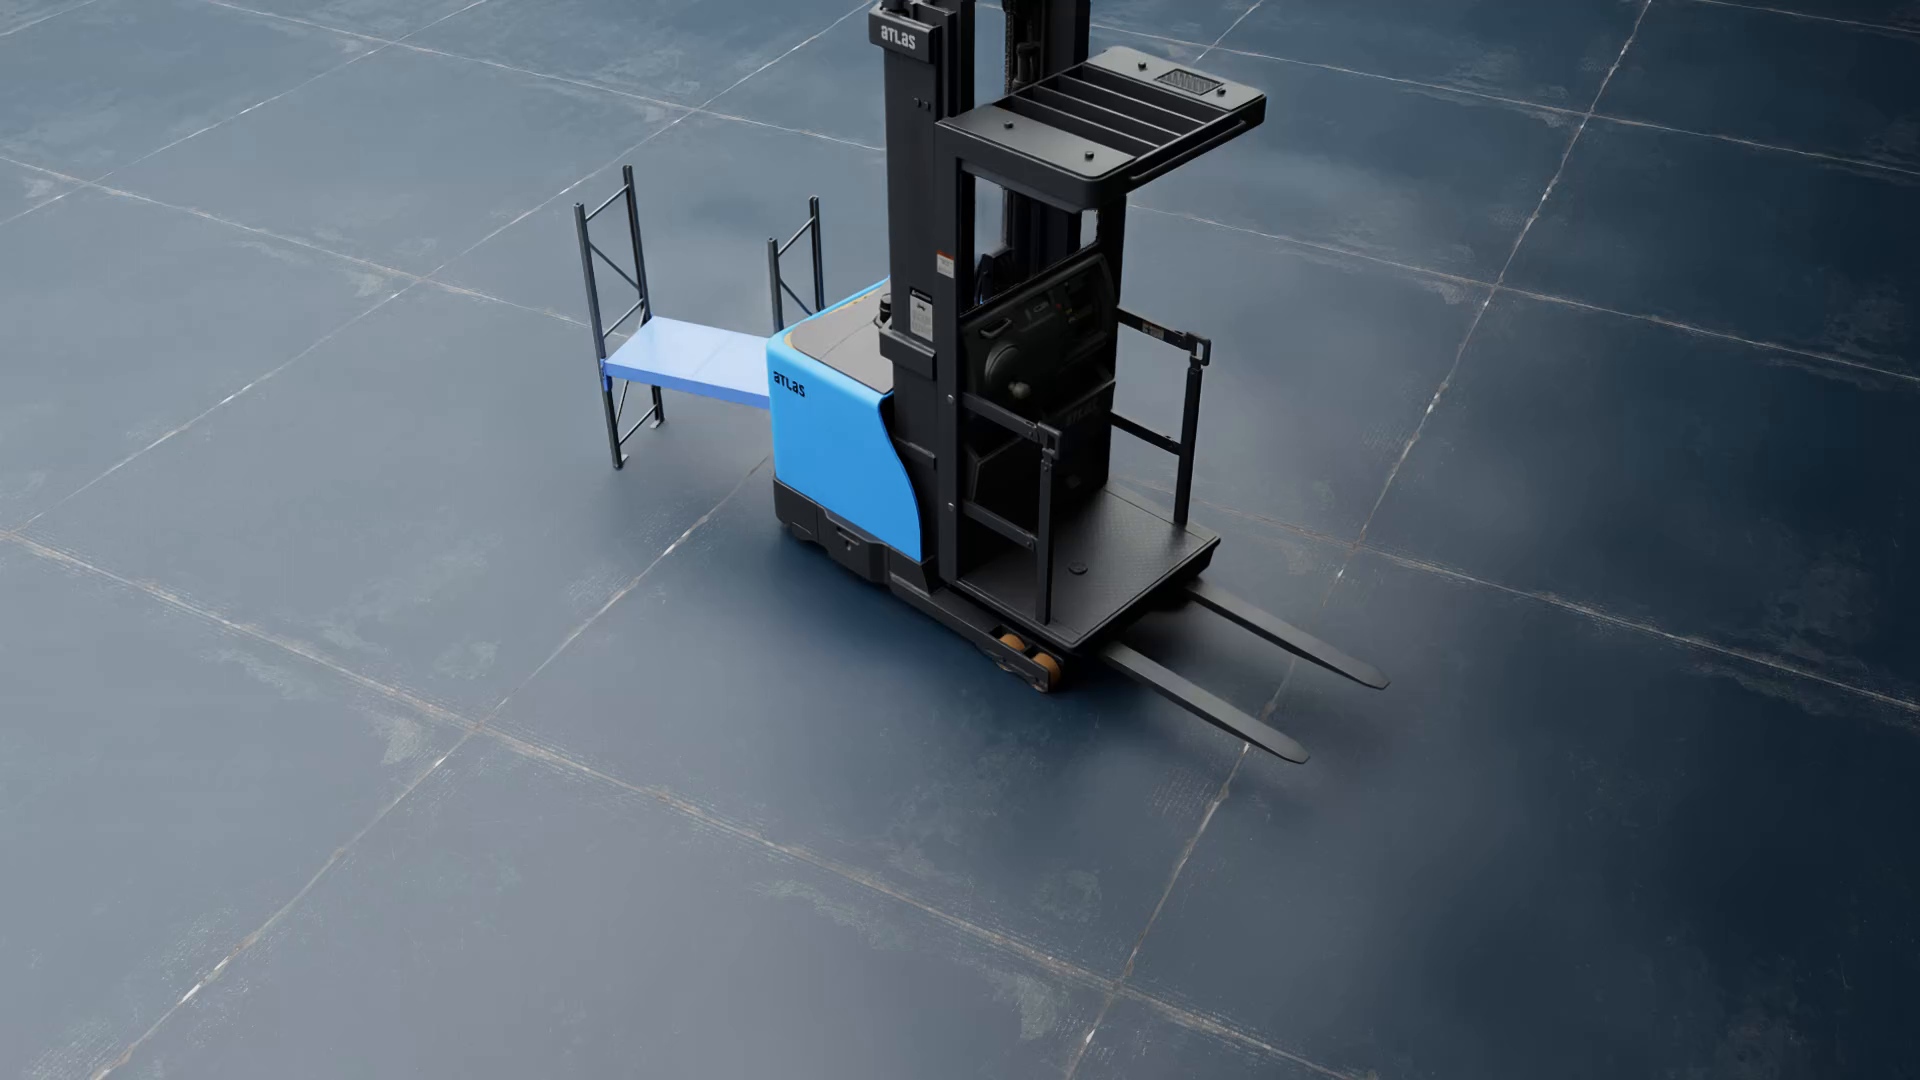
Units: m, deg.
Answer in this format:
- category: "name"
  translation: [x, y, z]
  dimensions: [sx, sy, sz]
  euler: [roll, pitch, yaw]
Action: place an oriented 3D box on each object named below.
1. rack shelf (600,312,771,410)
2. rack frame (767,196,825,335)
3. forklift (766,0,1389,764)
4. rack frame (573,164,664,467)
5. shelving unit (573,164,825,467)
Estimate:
- category: "rack shelf"
  translation: [-1.255, -0.873, 8.477]
  dimensions: [1.000, 0.185, 0.538]
  euler: [13, 39, 16]
- category: "rack frame"
  translation: [-0.779, -0.907, 8.225]
  dimensions: [0.032, 1.500, 0.500]
  euler: [13, 39, 16]
- category: "forklift"
  translation: [0.500, -0.856, 6.973]
  dimensions: [3.031, 2.935, 1.130]
  euler: [29, 46, 33]
- category: "rack frame"
  translation: [-1.730, -1.126, 8.512]
  dimensions: [0.032, 1.500, 0.500]
  euler: [13, 39, 16]
- category: "shelving unit"
  translation: [-1.255, -1.017, 8.369]
  dimensions: [1.048, 1.500, 0.538]
  euler: [13, 39, 16]
